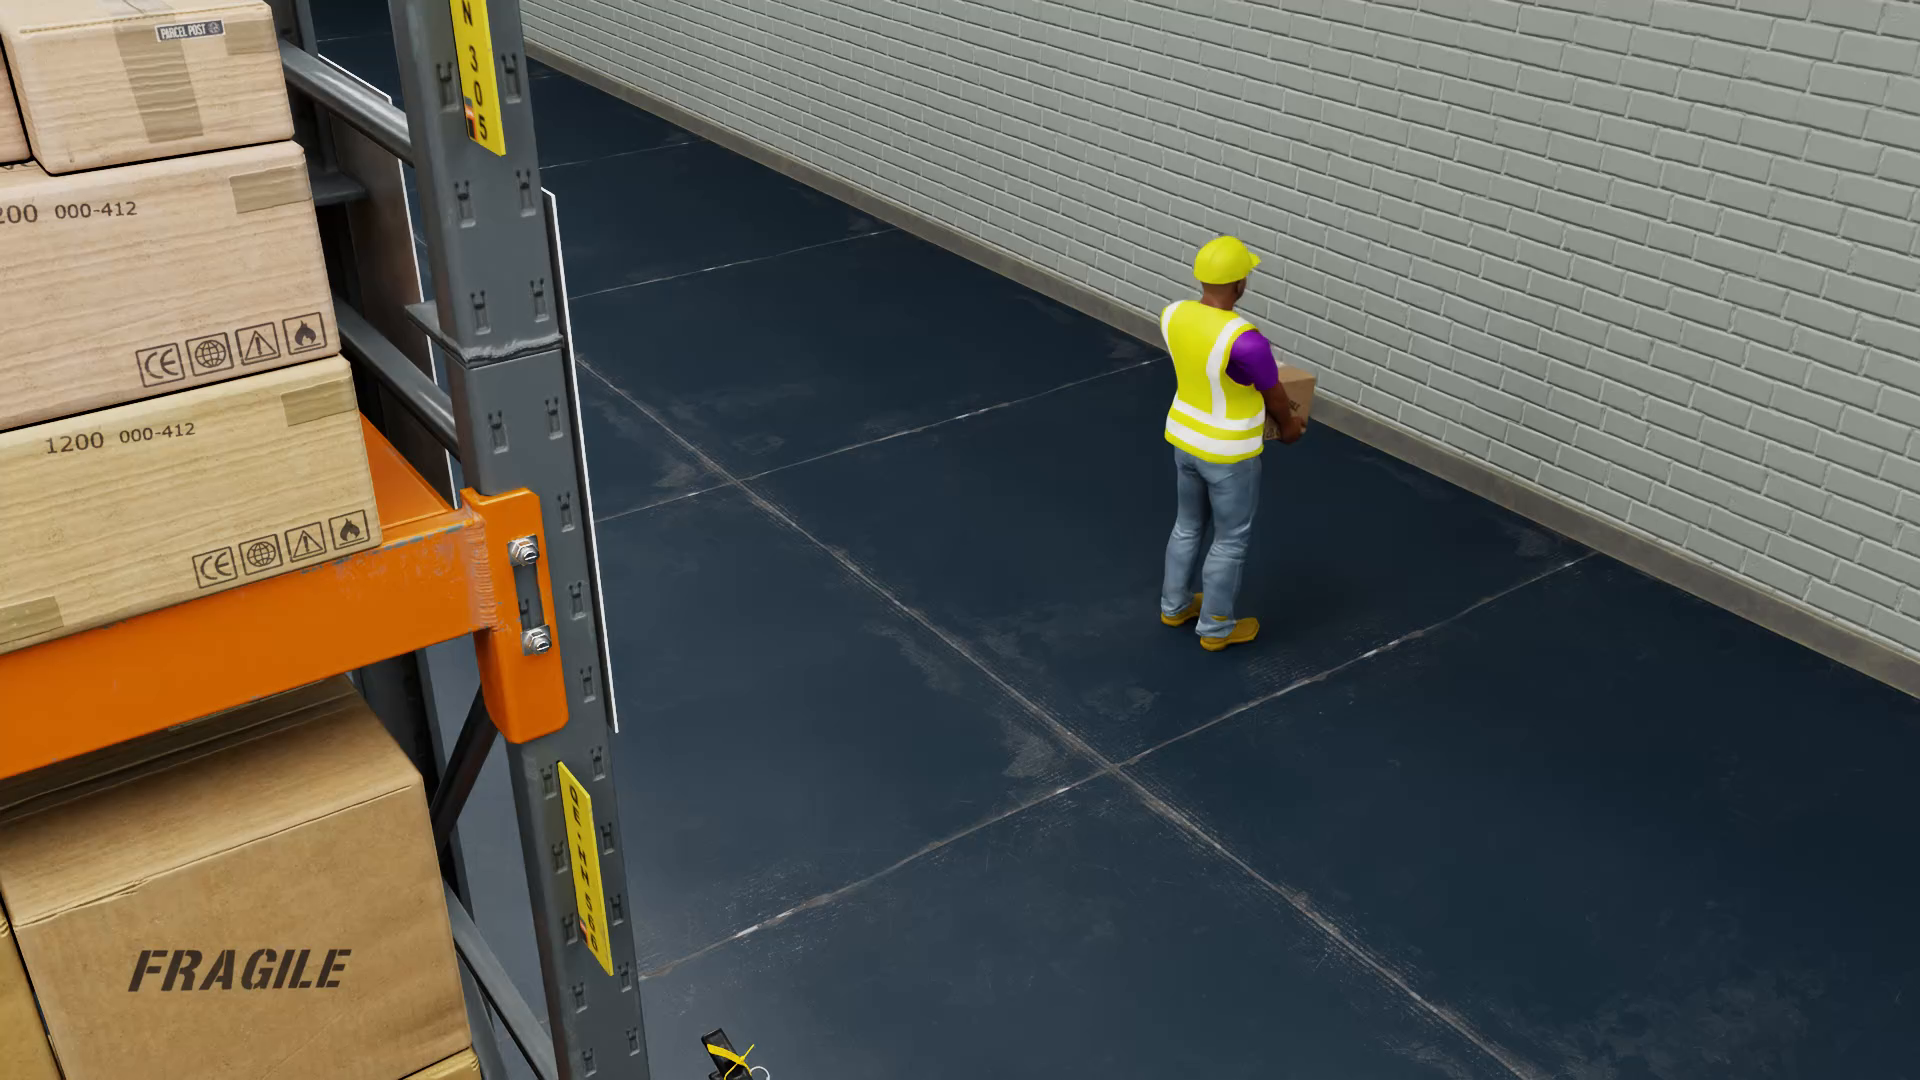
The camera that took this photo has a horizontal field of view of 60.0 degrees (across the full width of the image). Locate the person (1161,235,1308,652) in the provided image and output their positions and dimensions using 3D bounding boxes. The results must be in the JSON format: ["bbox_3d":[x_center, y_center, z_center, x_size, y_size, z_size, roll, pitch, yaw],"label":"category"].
[{"bbox_3d":[1.126,-0.420,6.877,0.559,1.763,0.505,-19,34,-31],"label":"person"}]
